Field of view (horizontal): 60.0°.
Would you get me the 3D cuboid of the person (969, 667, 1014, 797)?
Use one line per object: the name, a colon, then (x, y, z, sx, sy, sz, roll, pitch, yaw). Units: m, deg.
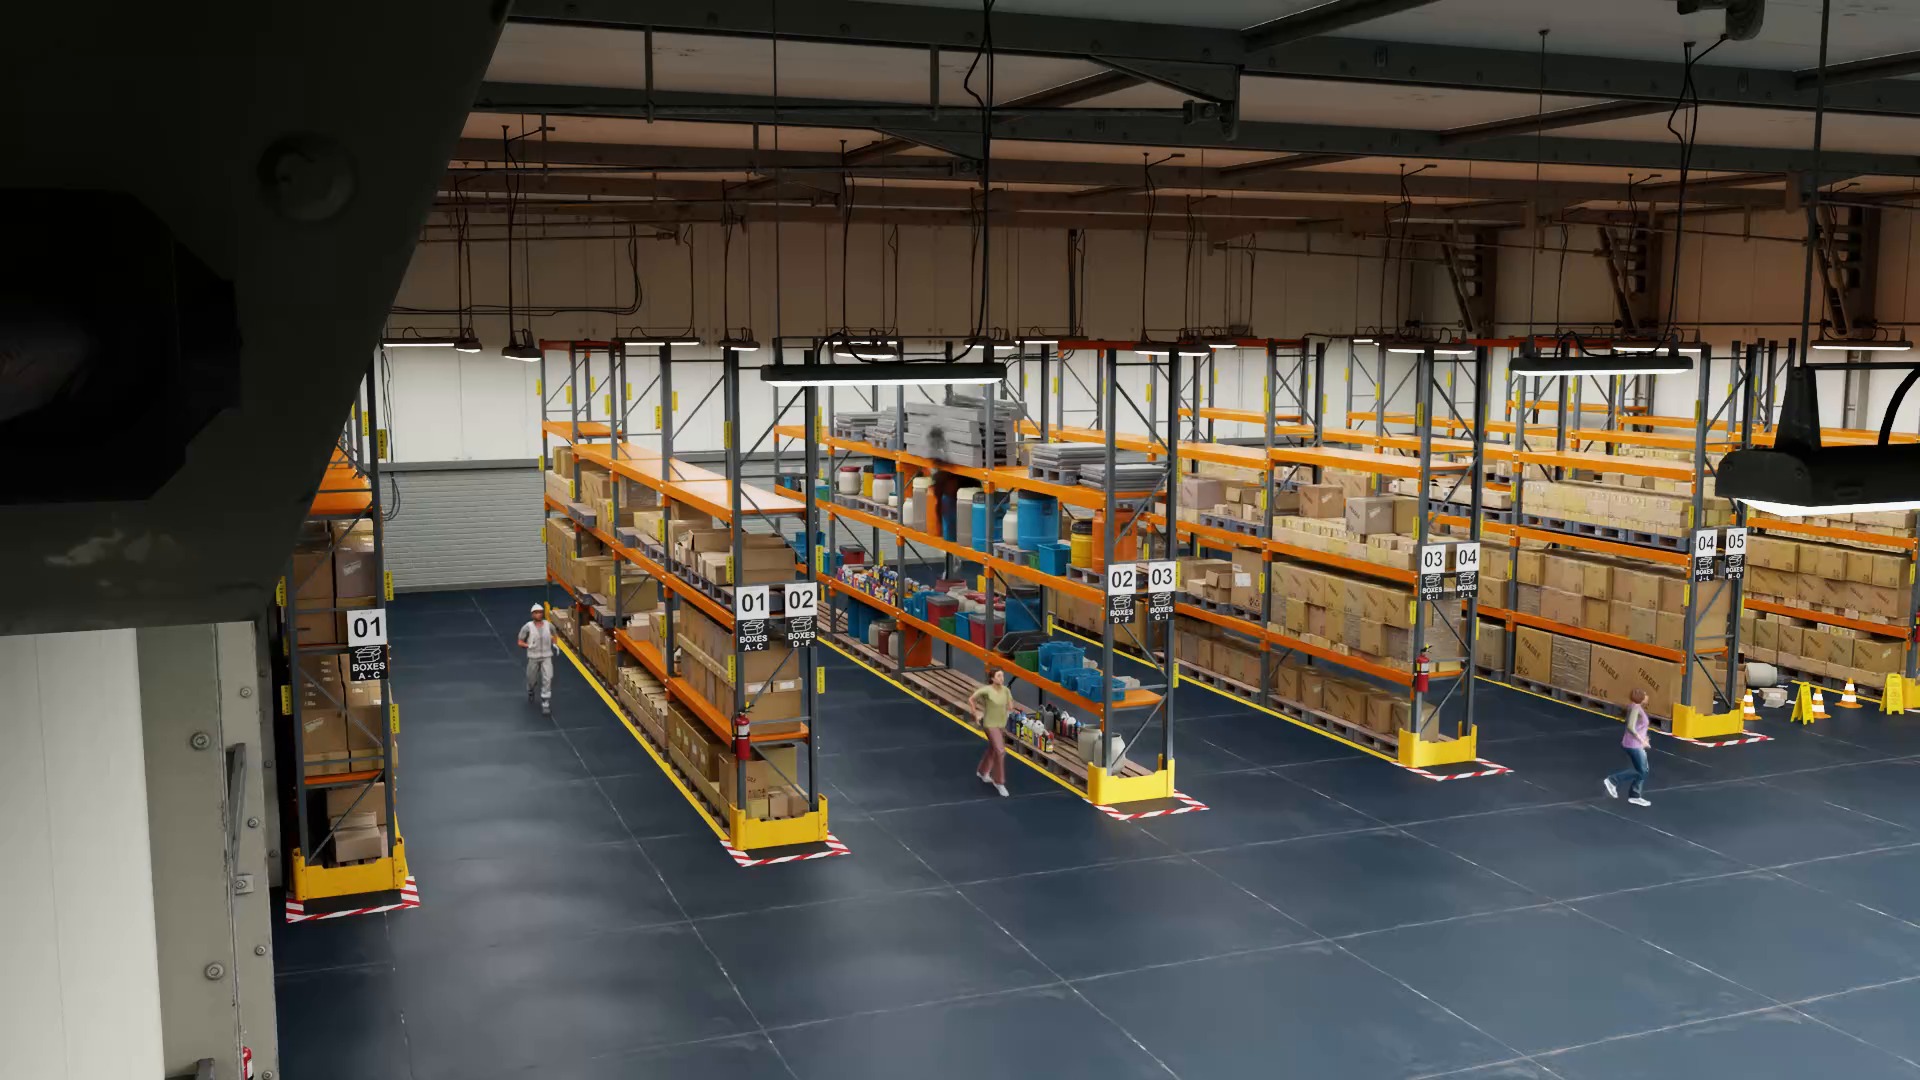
person: (0.476, 2.561, 22.606, 0.564, 1.712, 0.778, -6, 10, -40)

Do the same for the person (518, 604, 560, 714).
person: (-6.876, 1.926, 27.179, 0.669, 1.764, 0.908, -4, 8, -25)

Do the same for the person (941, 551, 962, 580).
person: (-0.181, 0.329, 39.786, 0.653, 1.686, 0.588, -1, 8, -10)

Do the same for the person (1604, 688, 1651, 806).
person: (8.849, 2.715, 21.974, 0.585, 1.578, 0.562, 3, 8, 20)
